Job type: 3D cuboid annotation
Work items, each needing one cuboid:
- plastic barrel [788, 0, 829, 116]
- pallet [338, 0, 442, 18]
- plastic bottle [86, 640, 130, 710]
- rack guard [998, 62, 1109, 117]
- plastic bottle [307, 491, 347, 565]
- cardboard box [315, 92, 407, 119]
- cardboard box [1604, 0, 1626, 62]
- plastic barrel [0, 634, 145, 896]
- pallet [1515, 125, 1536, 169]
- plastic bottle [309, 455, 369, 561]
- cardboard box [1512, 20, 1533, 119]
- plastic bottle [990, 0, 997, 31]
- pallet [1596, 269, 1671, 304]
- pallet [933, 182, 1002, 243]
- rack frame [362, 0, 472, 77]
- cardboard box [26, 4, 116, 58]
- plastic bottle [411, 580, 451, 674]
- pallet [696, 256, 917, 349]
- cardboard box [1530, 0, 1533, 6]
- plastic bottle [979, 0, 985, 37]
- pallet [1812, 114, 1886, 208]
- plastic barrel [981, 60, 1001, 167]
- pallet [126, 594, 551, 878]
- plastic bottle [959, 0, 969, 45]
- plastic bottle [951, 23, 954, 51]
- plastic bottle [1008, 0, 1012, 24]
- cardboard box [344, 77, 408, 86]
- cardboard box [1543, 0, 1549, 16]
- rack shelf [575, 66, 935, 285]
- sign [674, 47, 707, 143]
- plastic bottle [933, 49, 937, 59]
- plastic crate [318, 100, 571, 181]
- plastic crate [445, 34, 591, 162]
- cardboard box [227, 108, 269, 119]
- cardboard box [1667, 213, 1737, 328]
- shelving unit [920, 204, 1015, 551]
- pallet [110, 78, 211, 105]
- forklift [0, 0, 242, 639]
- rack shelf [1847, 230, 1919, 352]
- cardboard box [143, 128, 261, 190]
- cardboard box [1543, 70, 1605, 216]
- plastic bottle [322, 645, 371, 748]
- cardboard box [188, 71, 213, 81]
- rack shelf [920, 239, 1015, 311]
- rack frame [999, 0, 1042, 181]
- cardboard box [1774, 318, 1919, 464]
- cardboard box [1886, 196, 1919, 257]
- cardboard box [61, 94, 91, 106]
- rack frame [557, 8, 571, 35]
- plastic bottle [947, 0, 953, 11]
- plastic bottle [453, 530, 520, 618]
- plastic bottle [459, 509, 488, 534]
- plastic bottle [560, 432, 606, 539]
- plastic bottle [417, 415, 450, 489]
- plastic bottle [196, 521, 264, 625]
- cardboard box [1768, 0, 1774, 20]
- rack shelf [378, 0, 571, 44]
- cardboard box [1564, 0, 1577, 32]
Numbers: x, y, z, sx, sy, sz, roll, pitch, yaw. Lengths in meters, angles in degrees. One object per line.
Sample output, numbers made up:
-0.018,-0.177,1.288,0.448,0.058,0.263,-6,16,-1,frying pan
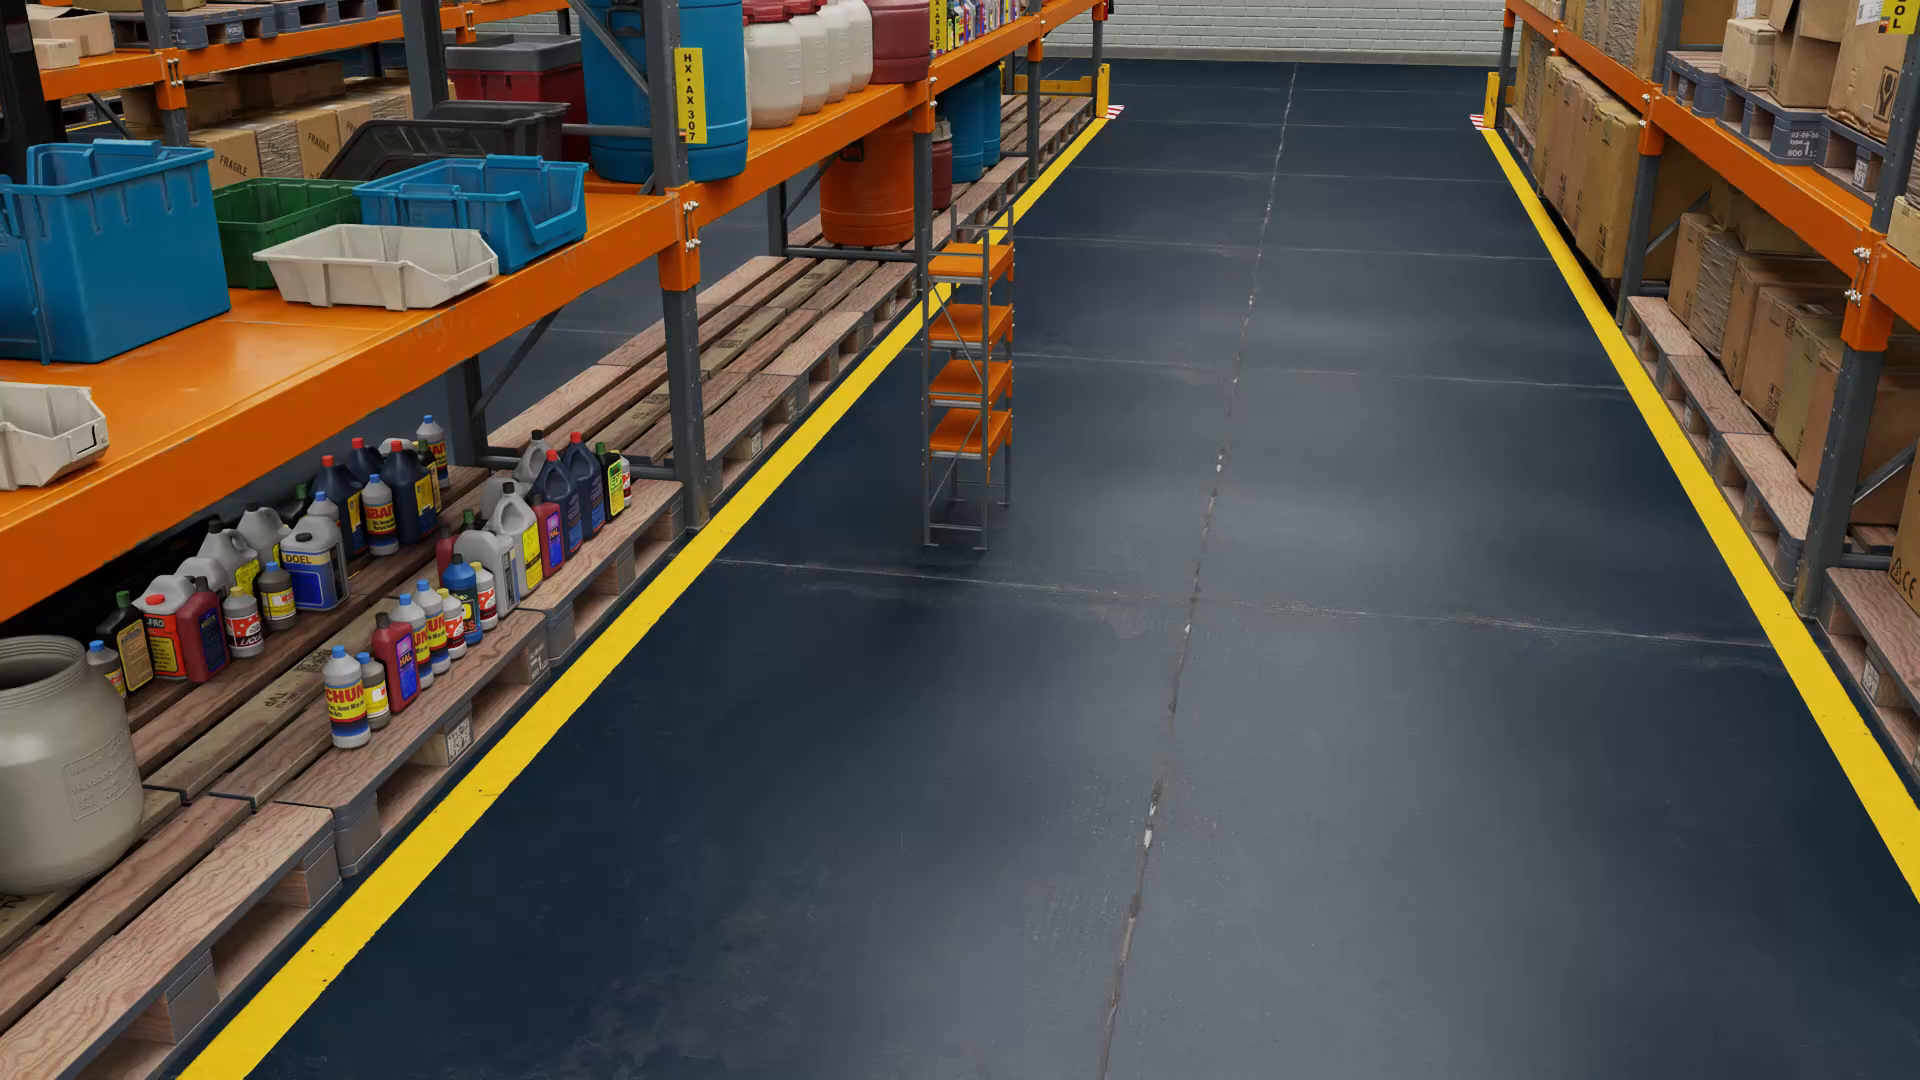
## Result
-0.834,-2.301,7.869,0.433,0.535,0.433,0,22,0,plastic barrel
-4.968,-4.410,13.545,1.003,0.211,1.213,4,22,11,pallet
-2.353,0.374,4.567,0.097,0.201,0.097,0,22,0,plastic bottle
0.959,-4.717,17.396,1.175,0.500,0.348,4,22,11,rack guard
-2.085,-0.027,5.469,0.097,0.271,0.097,0,22,0,plastic bottle
-4.730,-3.261,13.194,0.500,0.500,0.500,5,22,12,cardboard box
4.251,-3.181,10.103,0.500,0.500,0.500,4,22,9,cardboard box
-2.137,0.514,3.829,0.421,0.512,0.421,0,22,0,plastic barrel
5.477,-3.452,14.643,1.003,0.211,1.213,4,22,11,pallet
-2.092,-0.121,5.595,0.144,0.351,0.185,4,22,9,plastic bottle
5.763,-4.458,15.690,0.875,0.875,0.875,4,22,11,cardboard box
0.181,-3.810,11.965,0.152,0.276,0.135,4,22,11,plastic bottle
4.417,-1.552,9.926,1.003,0.211,1.213,4,22,11,pallet
-0.295,-2.384,11.990,1.003,0.211,1.213,4,22,11,pallet
-4.698,-4.783,14.214,1.000,3.000,0.127,4,22,11,rack frame
-5.631,-3.149,10.276,0.500,0.311,0.500,6,23,14,cardboard box
-1.533,0.245,4.793,0.097,0.271,0.097,0,22,0,plastic bottle
-0.862,-1.367,9.465,1.003,0.211,1.213,4,22,11,pallet
5.055,-4.609,14.119,0.380,0.149,0.250,5,22,12,cardboard box
0.131,-3.641,11.534,0.061,0.283,0.133,4,22,11,plastic bottle
3.665,-1.280,5.773,1.003,0.211,1.213,4,22,11,pallet
0.022,-3.428,13.096,0.600,0.901,0.708,4,22,11,plastic barrel
-1.907,0.505,4.816,1.003,0.211,1.213,4,22,11,pallet
0.019,-3.439,11.035,0.061,0.283,0.133,4,22,11,plastic bottle
-0.089,-3.241,10.651,0.097,0.201,0.097,0,22,0,plastic bottle
0.312,-4.044,12.545,0.152,0.276,0.135,4,22,11,plastic bottle
-5.035,-3.669,14.205,0.500,0.500,0.500,3,22,8,cardboard box
4.845,-4.234,13.188,0.380,0.149,0.250,4,22,10,cardboard box
-1.074,-1.876,7.959,1.077,0.370,4.000,4,22,11,rack shelf
-0.946,-1.560,5.842,0.100,0.325,0.005,4,22,11,sign
-0.191,-3.058,10.198,0.097,0.201,0.097,0,22,0,plastic bottle
-1.714,-1.267,5.568,0.767,0.338,0.504,4,22,11,plastic crate
-1.683,-1.708,6.494,0.402,0.464,0.583,4,22,11,plastic crate
-5.447,-2.914,12.330,0.500,0.500,0.500,4,22,9,cardboard box
4.066,-1.361,8.476,0.700,0.500,0.500,3,22,8,cardboard box
0.034,-0.617,6.280,0.258,1.200,0.503,4,22,11,shelving unit
-8.819,-5.030,18.560,1.003,0.211,1.213,4,22,11,pallet
-3.272,-1.223,5.466,1.130,2.935,3.031,5,22,12,forklift
2.958,-0.035,3.389,1.077,0.370,4.000,4,22,11,rack shelf
-5.142,-2.509,11.325,0.500,0.500,0.500,5,23,13,cardboard box
4.706,-2.673,11.257,1.225,0.875,0.875,4,22,9,cardboard box
-1.623,0.407,4.391,0.097,0.271,0.097,0,22,0,plastic bottle
-8.777,-5.394,18.514,0.700,0.500,0.500,4,22,11,cardboard box
0.034,-0.982,6.133,0.258,0.148,0.480,4,22,11,rack shelf
0.150,-4.404,13.273,1.000,3.000,0.127,4,22,11,rack frame
3.629,-0.541,6.439,0.700,0.500,0.500,4,22,11,cardboard box
3.028,-0.928,4.979,0.380,0.149,0.250,4,22,11,cardboard box
-9.190,-4.643,16.652,0.700,0.500,0.500,4,22,10,cardboard box
-3.882,-6.246,17.846,1.000,3.000,0.127,4,22,11,rack frame
-0.118,-3.579,11.292,0.144,0.351,0.185,4,22,11,plastic bottle
-1.474,0.086,5.181,0.152,0.276,0.135,5,22,12,plastic bottle
-1.542,0.025,5.323,0.061,0.283,0.133,4,22,11,plastic bottle
-1.332,-0.196,5.781,0.144,0.351,0.185,4,22,9,plastic bottle
-1.976,-0.333,6.229,0.097,0.271,0.097,0,22,0,plastic bottle
-2.216,0.103,5.040,0.144,0.351,0.185,5,23,13,plastic bottle
4.096,-2.392,7.582,0.700,0.500,0.500,8,23,19,cardboard box
-4.290,-5.180,16.164,1.077,0.370,4.000,4,22,11,rack shelf
4.660,-3.923,11.946,0.500,0.500,0.500,5,22,11,cardboard box
